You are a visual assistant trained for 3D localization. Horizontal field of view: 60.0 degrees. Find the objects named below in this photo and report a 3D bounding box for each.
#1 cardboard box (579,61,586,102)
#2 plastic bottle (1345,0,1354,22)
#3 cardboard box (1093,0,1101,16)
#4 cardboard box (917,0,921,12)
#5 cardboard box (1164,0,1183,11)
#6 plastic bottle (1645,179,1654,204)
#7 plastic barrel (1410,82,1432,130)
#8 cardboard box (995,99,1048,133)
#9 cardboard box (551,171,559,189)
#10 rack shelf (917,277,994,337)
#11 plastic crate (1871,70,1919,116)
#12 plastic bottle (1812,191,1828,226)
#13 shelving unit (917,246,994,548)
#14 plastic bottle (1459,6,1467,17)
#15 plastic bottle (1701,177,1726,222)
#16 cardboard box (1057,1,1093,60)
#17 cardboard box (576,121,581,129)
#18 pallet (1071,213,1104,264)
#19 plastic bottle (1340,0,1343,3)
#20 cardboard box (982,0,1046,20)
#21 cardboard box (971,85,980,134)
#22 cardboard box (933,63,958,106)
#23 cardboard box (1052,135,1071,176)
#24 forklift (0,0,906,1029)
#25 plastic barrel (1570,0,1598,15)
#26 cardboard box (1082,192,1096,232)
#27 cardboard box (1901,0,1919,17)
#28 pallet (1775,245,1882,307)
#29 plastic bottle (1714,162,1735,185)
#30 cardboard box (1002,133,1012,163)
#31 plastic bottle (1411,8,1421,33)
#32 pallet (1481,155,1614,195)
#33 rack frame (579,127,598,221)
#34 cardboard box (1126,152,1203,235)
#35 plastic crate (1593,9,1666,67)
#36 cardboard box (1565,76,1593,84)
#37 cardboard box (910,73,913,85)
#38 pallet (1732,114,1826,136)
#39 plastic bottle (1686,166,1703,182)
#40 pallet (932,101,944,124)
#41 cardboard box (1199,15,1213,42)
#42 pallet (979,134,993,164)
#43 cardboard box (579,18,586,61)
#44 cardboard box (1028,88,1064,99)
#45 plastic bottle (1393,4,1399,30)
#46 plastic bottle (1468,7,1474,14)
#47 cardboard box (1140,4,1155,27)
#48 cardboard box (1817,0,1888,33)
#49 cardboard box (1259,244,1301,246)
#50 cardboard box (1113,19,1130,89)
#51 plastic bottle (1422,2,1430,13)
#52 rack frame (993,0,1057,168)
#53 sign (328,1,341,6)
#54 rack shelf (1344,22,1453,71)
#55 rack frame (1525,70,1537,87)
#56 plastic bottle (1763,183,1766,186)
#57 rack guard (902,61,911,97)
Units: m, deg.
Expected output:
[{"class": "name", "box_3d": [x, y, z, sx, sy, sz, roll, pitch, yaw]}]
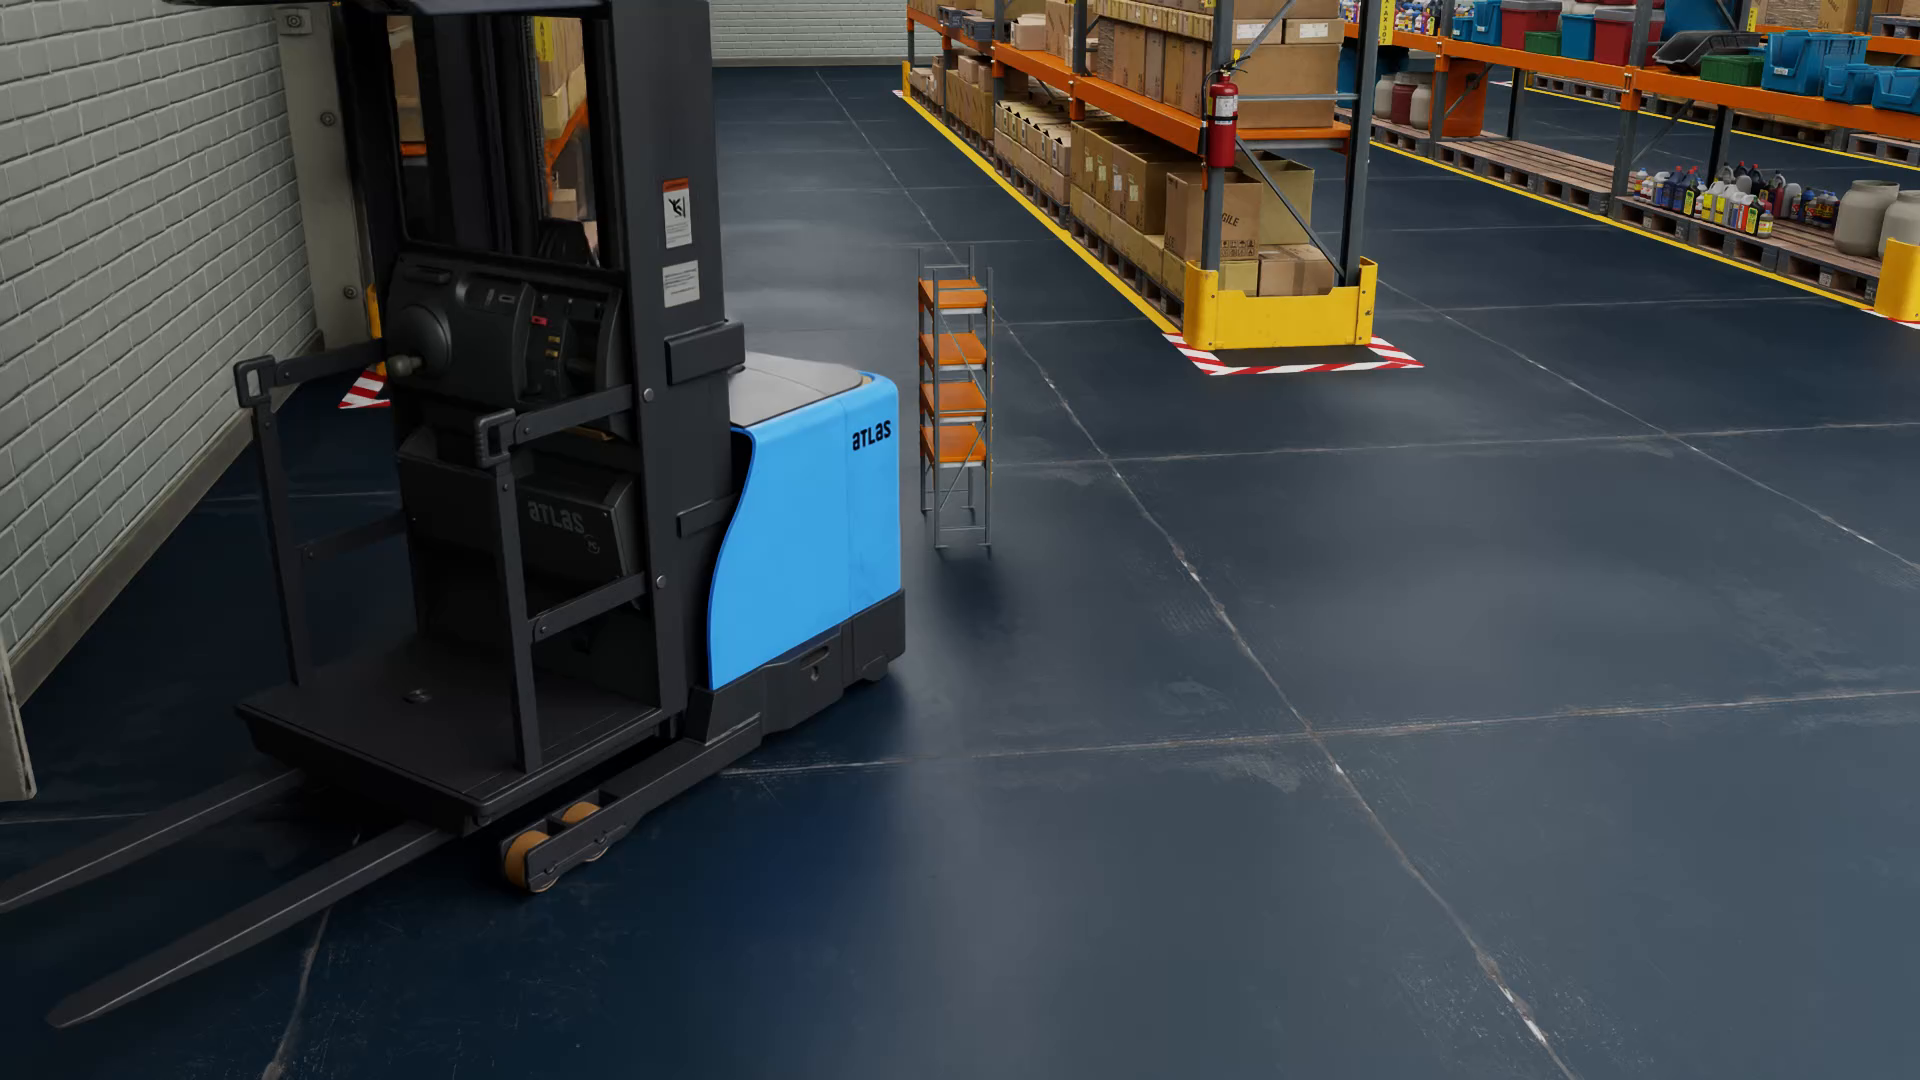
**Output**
[{"class": "cardboard box", "box_3d": [-2.941, -3.262, 11.850, 0.500, 0.250, 0.500, -3, 21, -8]}, {"class": "plastic bottle", "box_3d": [4.922, -6.680, 20.998, 0.097, 0.271, 0.097, 0, 20, 0]}, {"class": "cardboard box", "box_3d": [1.288, -4.317, 13.419, 0.380, 0.149, 0.250, -3, 21, -8]}, {"class": "cardboard box", "box_3d": [-0.337, -7.752, 23.541, 0.500, 0.500, 0.500, -3, 21, -8]}, {"class": "cardboard box", "box_3d": [1.800, -3.876, 11.310, 0.700, 0.500, 0.500, -3, 21, -8]}, {"class": "plastic bottle", "box_3d": [5.984, -3.010, 14.360, 0.097, 0.201, 0.097, 0, 20, 0]}, {"class": "plastic barrel", "box_3d": [5.509, -5.094, 19.523, 0.421, 0.512, 0.421, 0, 20, 0]}, {"class": "cardboard box", "box_3d": [0.649, -4.430, 17.317, 0.500, 0.311, 0.500, -2, 21, -6]}, {"class": "cardboard box", "box_3d": [-3.272, -2.496, 12.556, 0.500, 0.500, 0.500, -4, 21, -12]}, {"class": "rack shelf", "box_3d": [-0.024, -0.988, 7.022, 0.258, 0.148, 0.480, -3, 21, -8]}, {"class": "plastic crate", "box_3d": [6.551, -3.022, 11.232, 0.499, 0.251, 0.616, -3, 21, -8]}, {"class": "plastic bottle", "box_3d": [6.902, -2.658, 13.316, 0.097, 0.271, 0.097, 0, 20, 0]}, {"class": "shelving unit", "box_3d": [-0.024, -0.619, 7.160, 0.258, 1.200, 0.503, -3, 21, -8]}, {"class": "plastic bottle", "box_3d": [5.915, -6.137, 19.543, 0.097, 0.271, 0.097, 0, 20, 0]}, {"class": "plastic bottle", "box_3d": [6.137, -2.770, 13.503, 0.144, 0.351, 0.185, -3, 21, -8]}, {"class": "cardboard box", "box_3d": [1.198, -4.739, 15.474, 0.500, 0.500, 0.500, -3, 21, -8]}, {"class": "cardboard box", "box_3d": [-3.783, -3.965, 15.416, 0.500, 0.250, 0.500, -3, 21, -8]}, {"class": "pallet", "box_3d": [1.514, -2.486, 13.570, 1.003, 0.211, 1.213, -3, 21, -8]}, {"class": "plastic bottle", "box_3d": [4.925, -6.913, 21.507, 0.144, 0.351, 0.185, -3, 21, -8]}, {"class": "cardboard box", "box_3d": [0.662, -5.910, 18.010, 0.700, 0.500, 0.500, -10, 23, -26]}, {"class": "cardboard box", "box_3d": [0.422, -4.981, 19.208, 0.500, 0.500, 0.500, -4, 21, -10]}, {"class": "cardboard box", "box_3d": [-0.076, -6.057, 22.091, 0.500, 0.500, 0.500, -3, 21, -8]}, {"class": "cardboard box", "box_3d": [1.098, -3.367, 14.471, 0.500, 0.311, 0.500, -3, 21, -8]}, {"class": "forklift", "box_3d": [-1.433, -0.587, 4.599, 1.130, 2.935, 3.031, 13, 24, 31]}, {"class": "plastic barrel", "box_3d": [6.254, -5.128, 16.464, 0.433, 0.535, 0.433, 0, 20, 0]}, {"class": "cardboard box", "box_3d": [1.274, -2.629, 13.297, 0.500, 0.250, 0.500, -3, 21, -8]}, {"class": "cardboard box", "box_3d": [10.785, -6.011, 18.281, 0.500, 0.500, 0.500, -6, 21, -14]}, {"class": "pallet", "box_3d": [6.750, -1.932, 12.088, 1.003, 0.211, 1.213, -3, 21, -8]}, {"class": "plastic bottle", "box_3d": [6.578, -3.068, 14.299, 0.144, 0.351, 0.185, -3, 21, -8]}, {"class": "cardboard box", "box_3d": [0.722, -3.993, 16.949, 0.500, 0.250, 0.500, -3, 21, -9]}, {"class": "plastic bottle", "box_3d": [5.226, -5.949, 19.042, 0.097, 0.271, 0.097, 0, 20, 0]}, {"class": "pallet", "box_3d": [6.012, -3.705, 16.834, 1.003, 0.211, 1.213, -3, 21, -8]}, {"class": "rack frame", "box_3d": [-3.461, -3.818, 13.152, 1.000, 3.000, 0.127, -3, 21, -8]}, {"class": "cardboard box", "box_3d": [1.487, -2.461, 11.775, 0.500, 0.500, 0.500, -3, 21, -8]}, {"class": "plastic crate", "box_3d": [5.970, -4.500, 14.887, 0.402, 0.464, 0.583, -3, 21, -8]}, {"class": "cardboard box", "box_3d": [9.817, -7.391, 25.155, 0.875, 0.875, 0.875, -3, 21, -8]}, {"class": "cardboard box", "box_3d": [-0.533, -6.854, 24.701, 0.380, 0.166, 0.250, -3, 21, -8]}, {"class": "pallet", "box_3d": [10.456, -5.345, 21.225, 1.003, 0.211, 1.213, -3, 21, -8]}, {"class": "plastic bottle", "box_3d": [6.191, -2.990, 14.092, 0.144, 0.351, 0.185, -3, 21, -8]}, {"class": "pallet", "box_3d": [0.189, -5.771, 22.366, 1.003, 0.211, 1.213, -3, 21, -8]}, {"class": "cardboard box", "box_3d": [1.734, -3.249, 10.557, 0.380, 0.149, 0.250, -2, 21, -6]}, {"class": "pallet", "box_3d": [0.794, -4.409, 18.718, 1.003, 0.211, 1.213, -3, 21, -8]}, {"class": "cardboard box", "box_3d": [-3.009, -3.788, 12.186, 0.500, 0.500, 0.500, -3, 21, -8]}, {"class": "cardboard box", "box_3d": [1.000, -4.843, 18.838, 0.500, 0.500, 0.500, -4, 21, -10]}, {"class": "plastic bottle", "box_3d": [5.121, -6.163, 19.596, 0.061, 0.283, 0.133, -3, 21, -8]}, {"class": "plastic bottle", "box_3d": [5.907, -6.007, 19.197, 0.097, 0.271, 0.097, 0, 20, 0]}, {"class": "cardboard box", "box_3d": [1.514, -3.781, 11.983, 0.380, 0.149, 0.250, -3, 21, -8]}, {"class": "cardboard box", "box_3d": [10.351, -6.158, 19.274, 0.500, 0.500, 0.500, -2, 21, -6]}, {"class": "cardboard box", "box_3d": [2.084, -1.963, 11.515, 0.500, 0.250, 0.500, -3, 21, -8]}, {"class": "cardboard box", "box_3d": [1.593, -3.781, 12.909, 0.700, 0.500, 0.500, -3, 21, -8]}, {"class": "plastic bottle", "box_3d": [5.744, -6.482, 20.460, 0.152, 0.276, 0.135, -3, 21, -8]}, {"class": "rack frame", "box_3d": [0.864, -5.454, 17.533, 1.000, 3.000, 0.127, -3, 21, -8]}, {"class": "sign", "box_3d": [-3.436, -3.103, 9.130, 0.100, 0.325, 0.005, -3, 21, -8]}, {"class": "rack shelf", "box_3d": [5.478, -6.058, 20.178, 1.077, 0.370, 4.000, -3, 21, -8]}, {"class": "rack frame", "box_3d": [9.514, -8.723, 26.283, 1.000, 3.000, 0.127, -3, 21, -8]}, {"class": "plastic bottle", "box_3d": [6.813, -2.922, 14.007, 0.061, 0.283, 0.133, -2, 21, -4]}, {"class": "rack guard", "box_3d": [-0.278, -7.027, 25.316, 1.175, 0.500, 0.348, -3, 21, -8]}]
